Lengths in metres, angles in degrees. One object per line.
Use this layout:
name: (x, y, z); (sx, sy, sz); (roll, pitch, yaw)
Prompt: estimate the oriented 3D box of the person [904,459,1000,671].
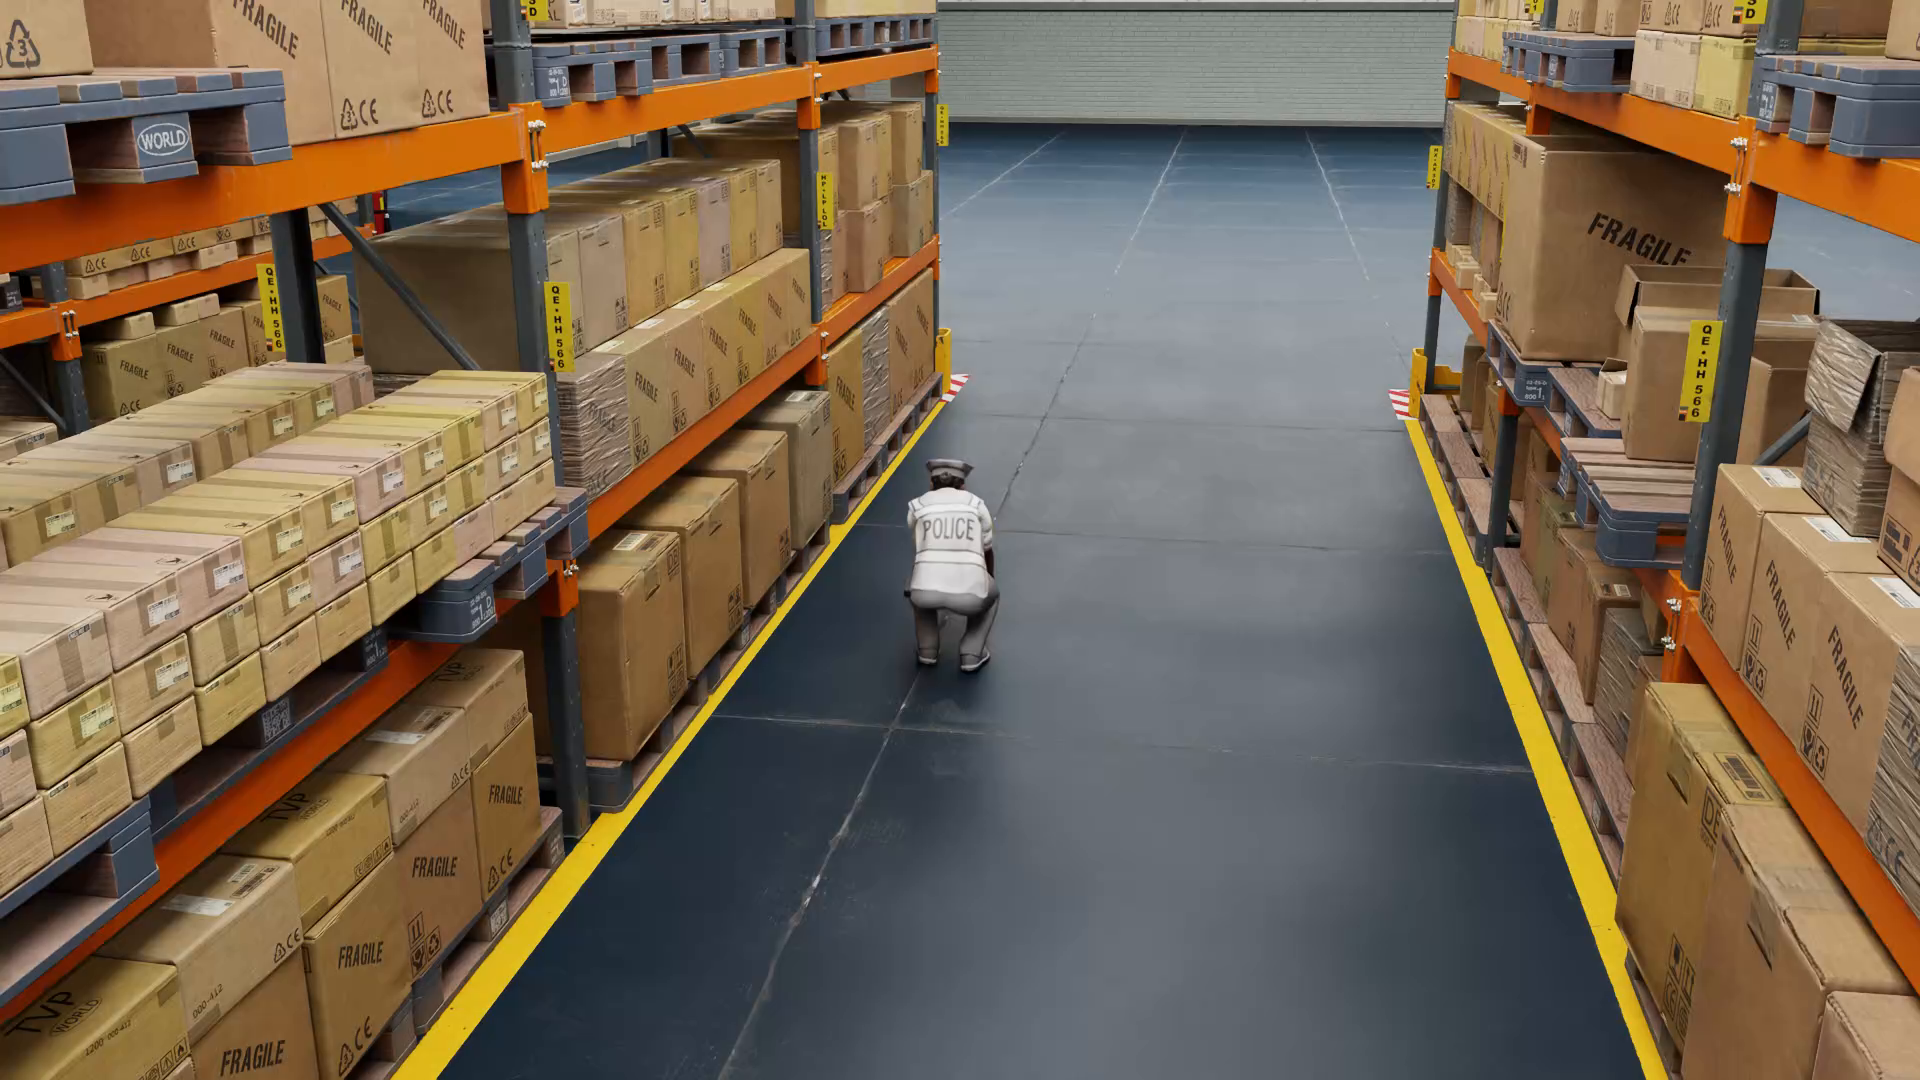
person: (-0.039, 0.112, 8.355); (0.466, 0.972, 0.866); (2, 18, 8)
